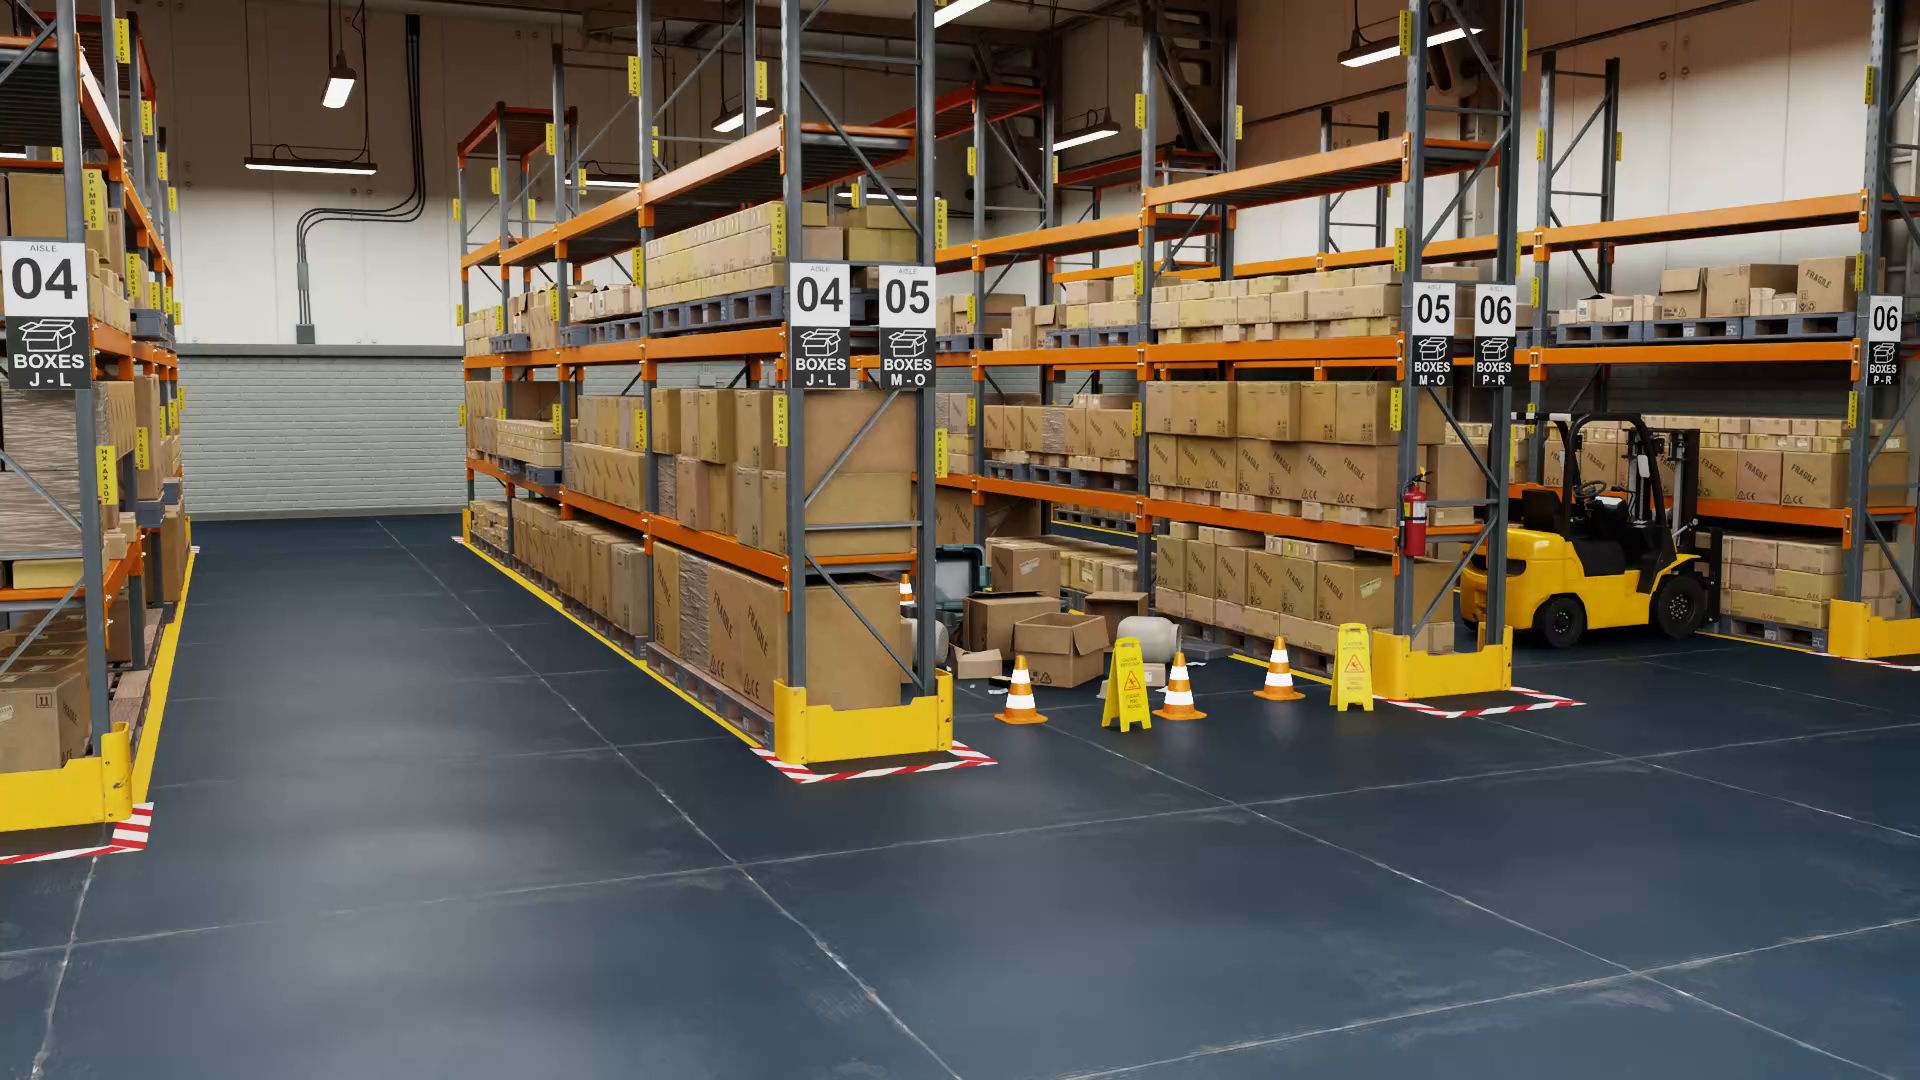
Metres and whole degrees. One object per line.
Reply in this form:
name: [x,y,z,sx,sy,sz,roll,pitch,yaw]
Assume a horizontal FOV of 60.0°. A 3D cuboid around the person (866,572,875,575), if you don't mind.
person: [-0.928,0.012,17.141,0.388,1.627,0.470,-2,6,-22]
